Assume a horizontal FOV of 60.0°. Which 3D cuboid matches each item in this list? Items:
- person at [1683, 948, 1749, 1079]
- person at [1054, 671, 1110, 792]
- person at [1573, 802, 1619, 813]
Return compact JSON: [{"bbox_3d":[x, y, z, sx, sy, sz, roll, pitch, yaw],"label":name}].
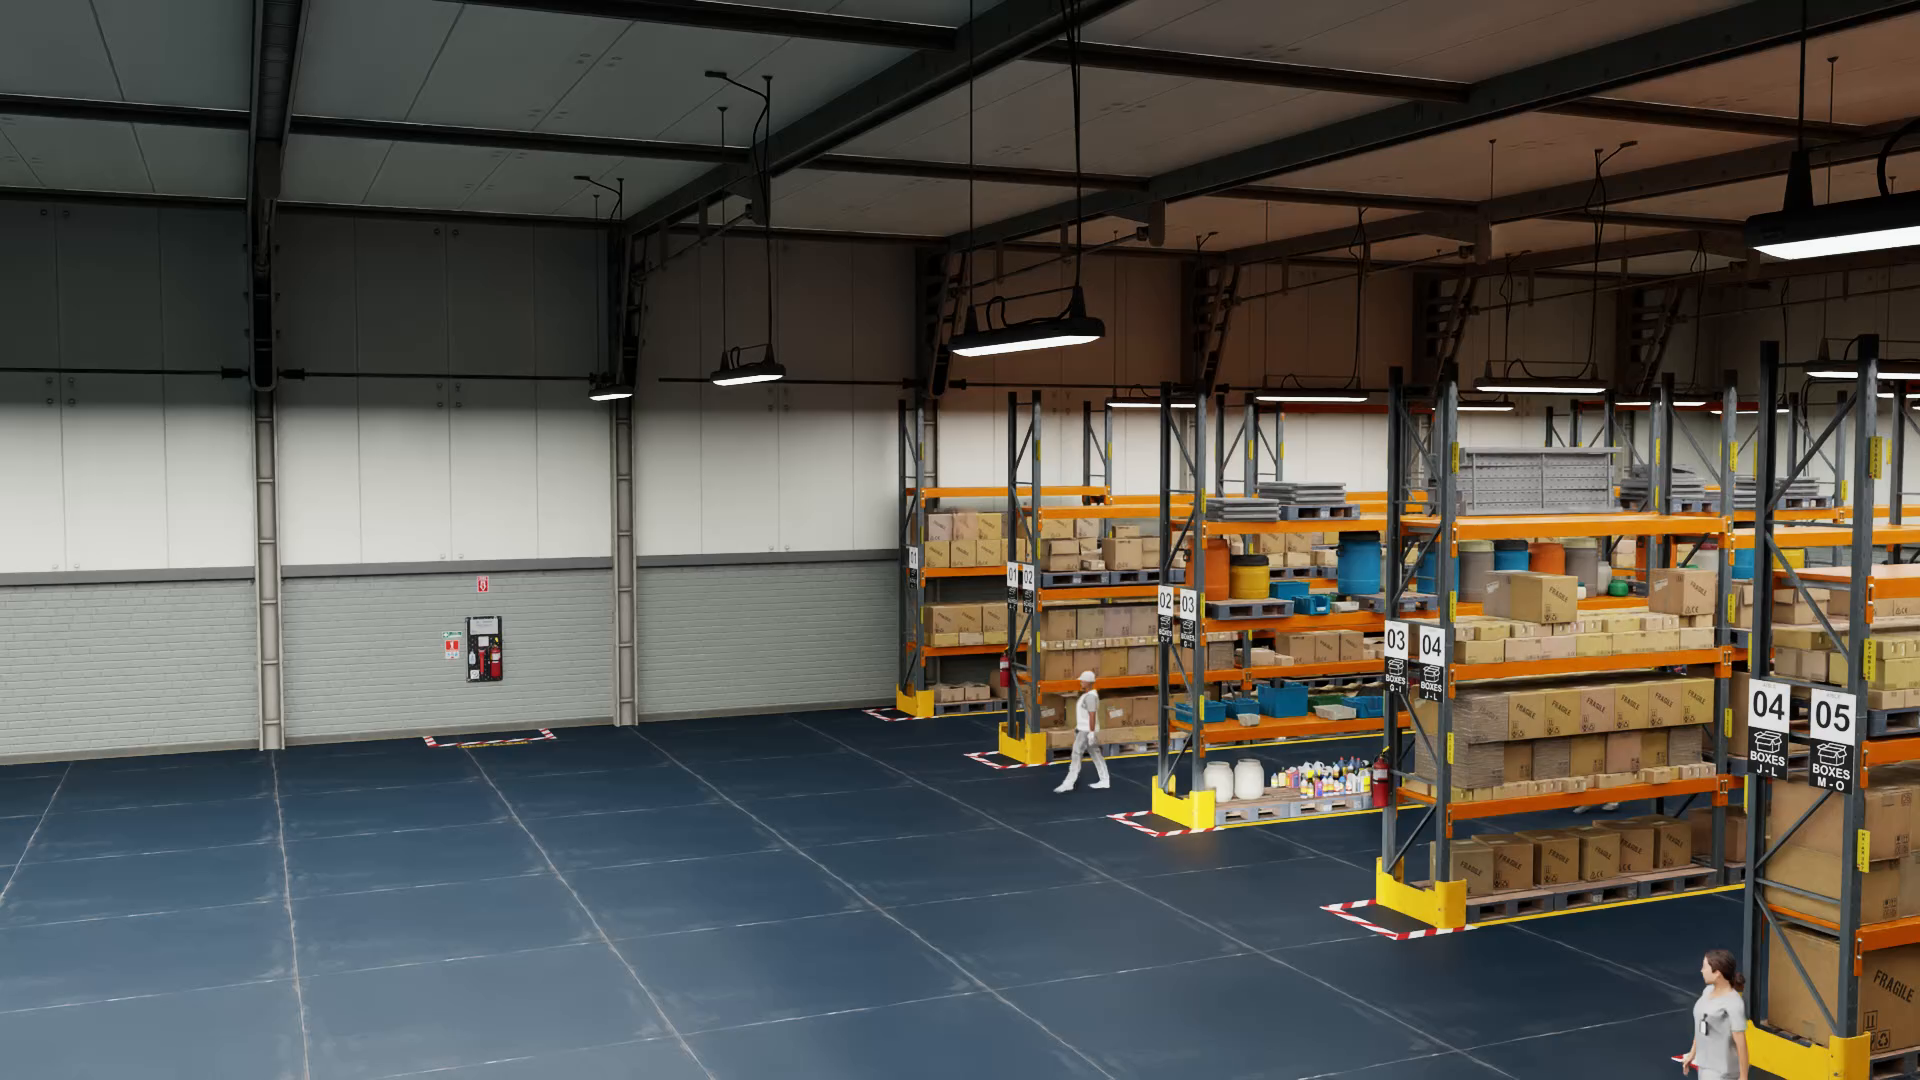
[{"bbox_3d":[5.124,3.656,11.450,0.650,1.673,0.556,0,3,2],"label":"person"},{"bbox_3d":[1.814,2.823,24.680,0.832,1.761,0.600,0,3,5],"label":"person"},{"bbox_3d":[8.922,2.910,23.196,0.650,1.802,0.576,-2,4,-31],"label":"person"}]
